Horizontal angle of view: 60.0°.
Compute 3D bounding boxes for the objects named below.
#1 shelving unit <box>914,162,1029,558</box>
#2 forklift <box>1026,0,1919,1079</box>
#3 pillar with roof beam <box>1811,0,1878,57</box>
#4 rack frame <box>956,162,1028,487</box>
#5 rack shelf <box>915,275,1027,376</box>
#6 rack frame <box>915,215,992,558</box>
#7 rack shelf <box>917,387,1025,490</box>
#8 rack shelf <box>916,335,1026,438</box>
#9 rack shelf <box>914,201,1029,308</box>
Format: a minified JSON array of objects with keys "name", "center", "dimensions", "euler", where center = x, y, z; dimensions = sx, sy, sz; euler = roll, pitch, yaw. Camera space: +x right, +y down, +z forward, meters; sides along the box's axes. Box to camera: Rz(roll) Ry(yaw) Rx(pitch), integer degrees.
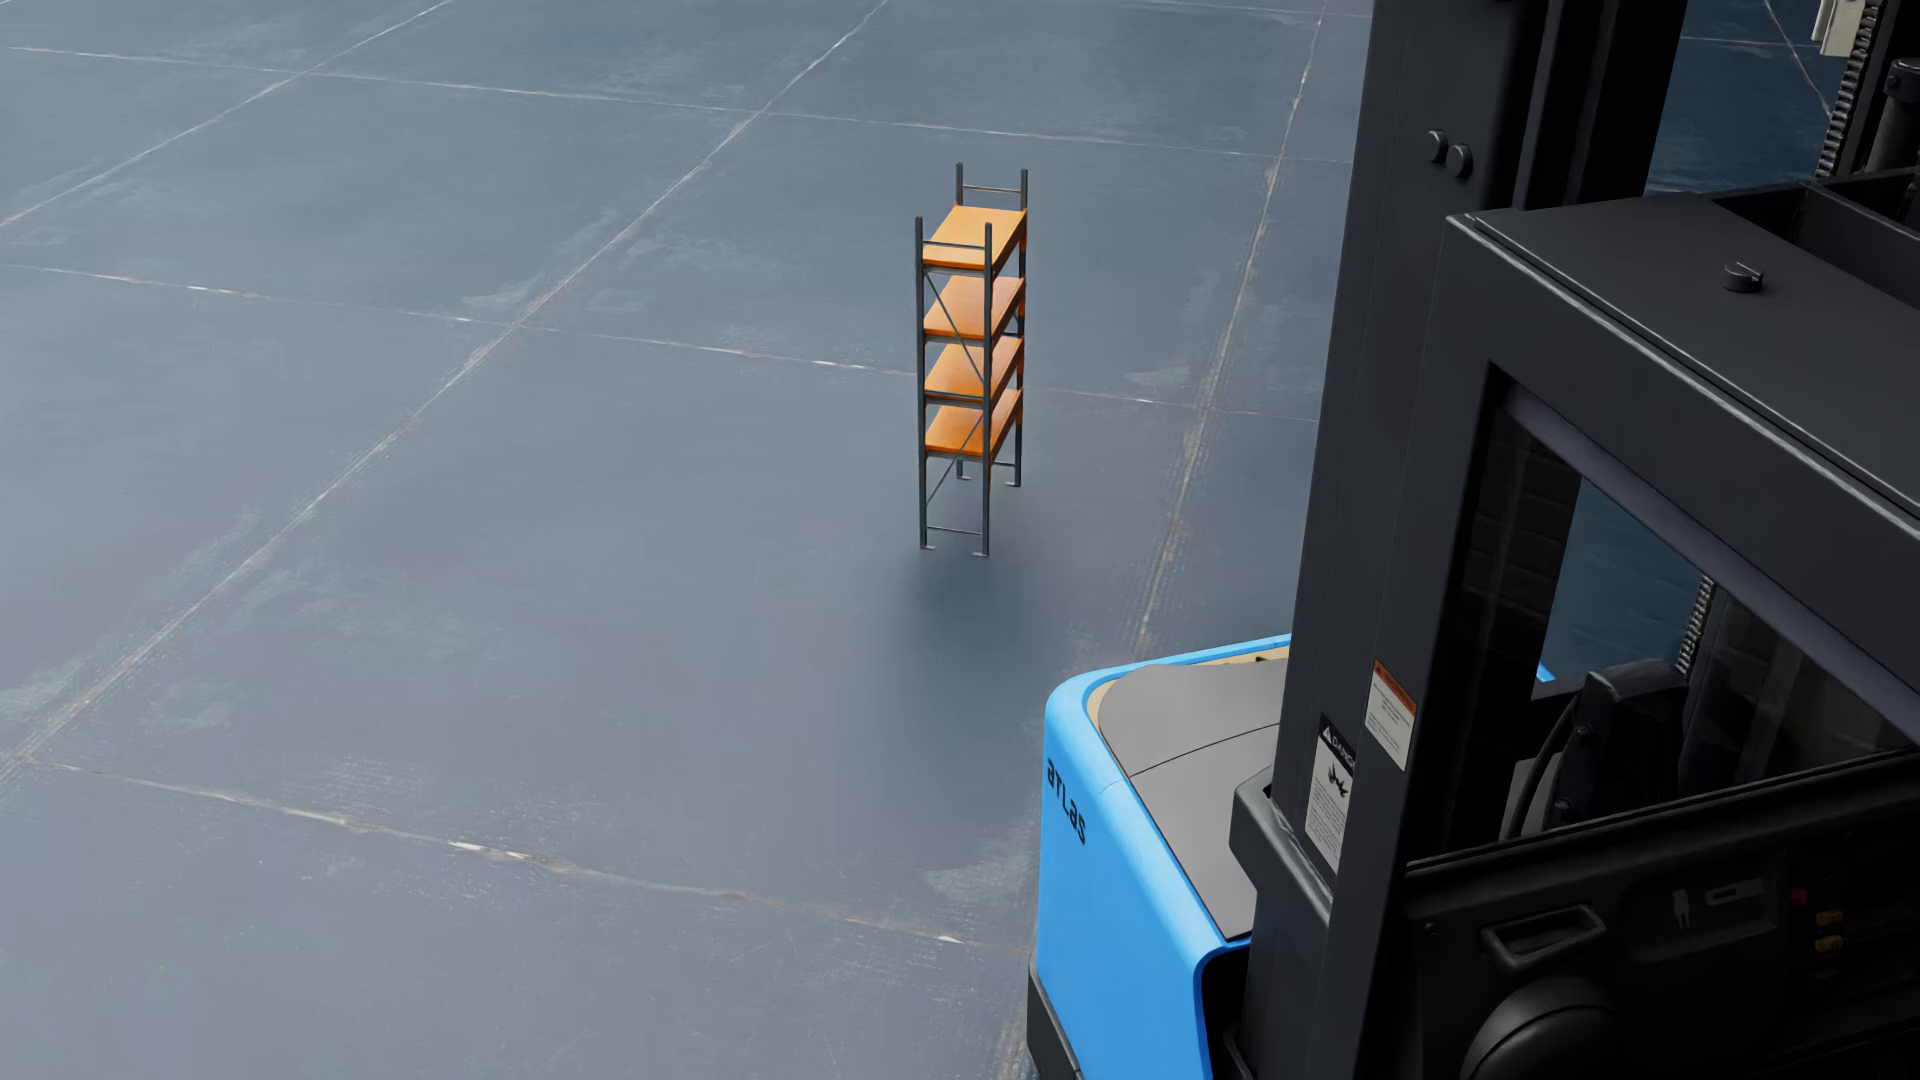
[{"name":"shelving unit","center":[0.042,-0.592,5.563],"dimensions":[0.258,1.200,0.503],"euler":[8,33,12]},{"name":"forklift","center":[1.076,0.623,2.037],"dimensions":[1.130,2.935,3.031],"euler":[-9,34,-14]},{"name":"pillar with roof beam","center":[1.542,-7.567,9.265],"dimensions":[9.100,9.000,0.400],"euler":[8,33,12]},{"name":"rack frame","center":[0.104,-0.719,5.762],"dimensions":[0.240,1.200,0.015],"euler":[8,33,12]},{"name":"rack shelf","center":[0.042,-0.724,5.479],"dimensions":[0.258,0.148,0.480],"euler":[8,33,12]},{"name":"rack frame","center":[-0.020,-0.466,5.364],"dimensions":[0.240,1.200,0.015],"euler":[8,33,12]},{"name":"rack shelf","center":[0.042,-0.368,5.706],"dimensions":[0.258,0.148,0.480],"euler":[8,33,12]},{"name":"rack shelf","center":[0.042,-0.535,5.599],"dimensions":[0.258,0.148,0.480],"euler":[8,33,12]},{"name":"rack shelf","center":[0.042,-0.924,5.352],"dimensions":[0.258,0.148,0.480],"euler":[8,33,12]}]
